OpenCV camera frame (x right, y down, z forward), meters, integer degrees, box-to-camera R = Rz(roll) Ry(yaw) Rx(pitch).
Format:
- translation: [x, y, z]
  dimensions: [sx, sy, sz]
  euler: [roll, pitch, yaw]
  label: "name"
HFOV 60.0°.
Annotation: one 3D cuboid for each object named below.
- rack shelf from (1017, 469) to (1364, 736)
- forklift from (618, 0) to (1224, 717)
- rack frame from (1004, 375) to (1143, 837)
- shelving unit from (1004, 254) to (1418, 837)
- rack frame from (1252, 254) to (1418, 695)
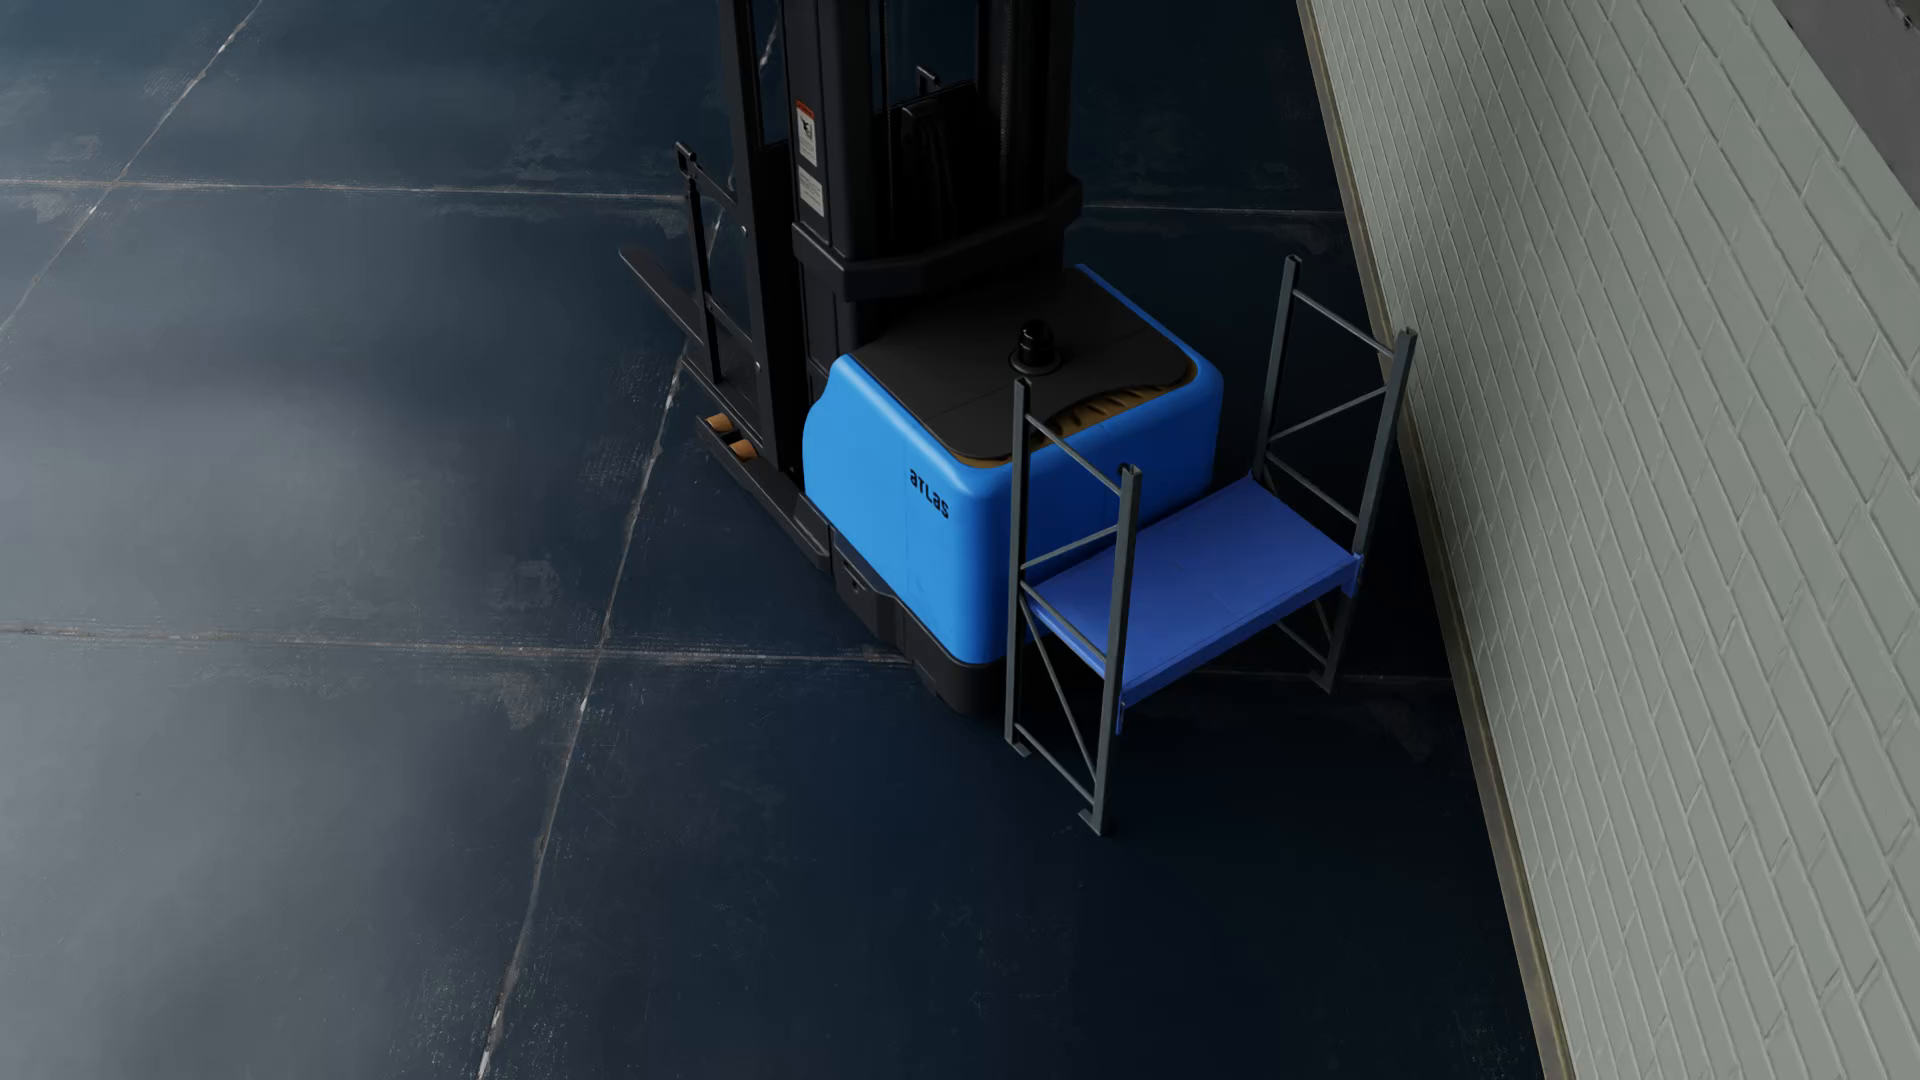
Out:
- translation: [0.718, 0.172, 5.229]
  dimensions: [1.000, 0.185, 0.538]
  euler: [-26, 49, -25]
  label: "rack shelf"
- translation: [-0.382, -1.462, 5.669]
  dimensions: [1.130, 2.935, 3.031]
  euler: [-25, 48, -24]
  label: "forklift"
- translation: [0.307, 0.244, 4.888]
  dimensions: [0.032, 1.500, 0.500]
  euler: [-26, 49, -25]
  label: "rack frame"
- translation: [0.718, 0.040, 5.107]
  dimensions: [1.048, 1.500, 0.538]
  euler: [-26, 49, -25]
  label: "shelving unit"
- translation: [1.129, -0.164, 5.325]
  dimensions: [0.032, 1.500, 0.500]
  euler: [-26, 49, -25]
  label: "rack frame"
